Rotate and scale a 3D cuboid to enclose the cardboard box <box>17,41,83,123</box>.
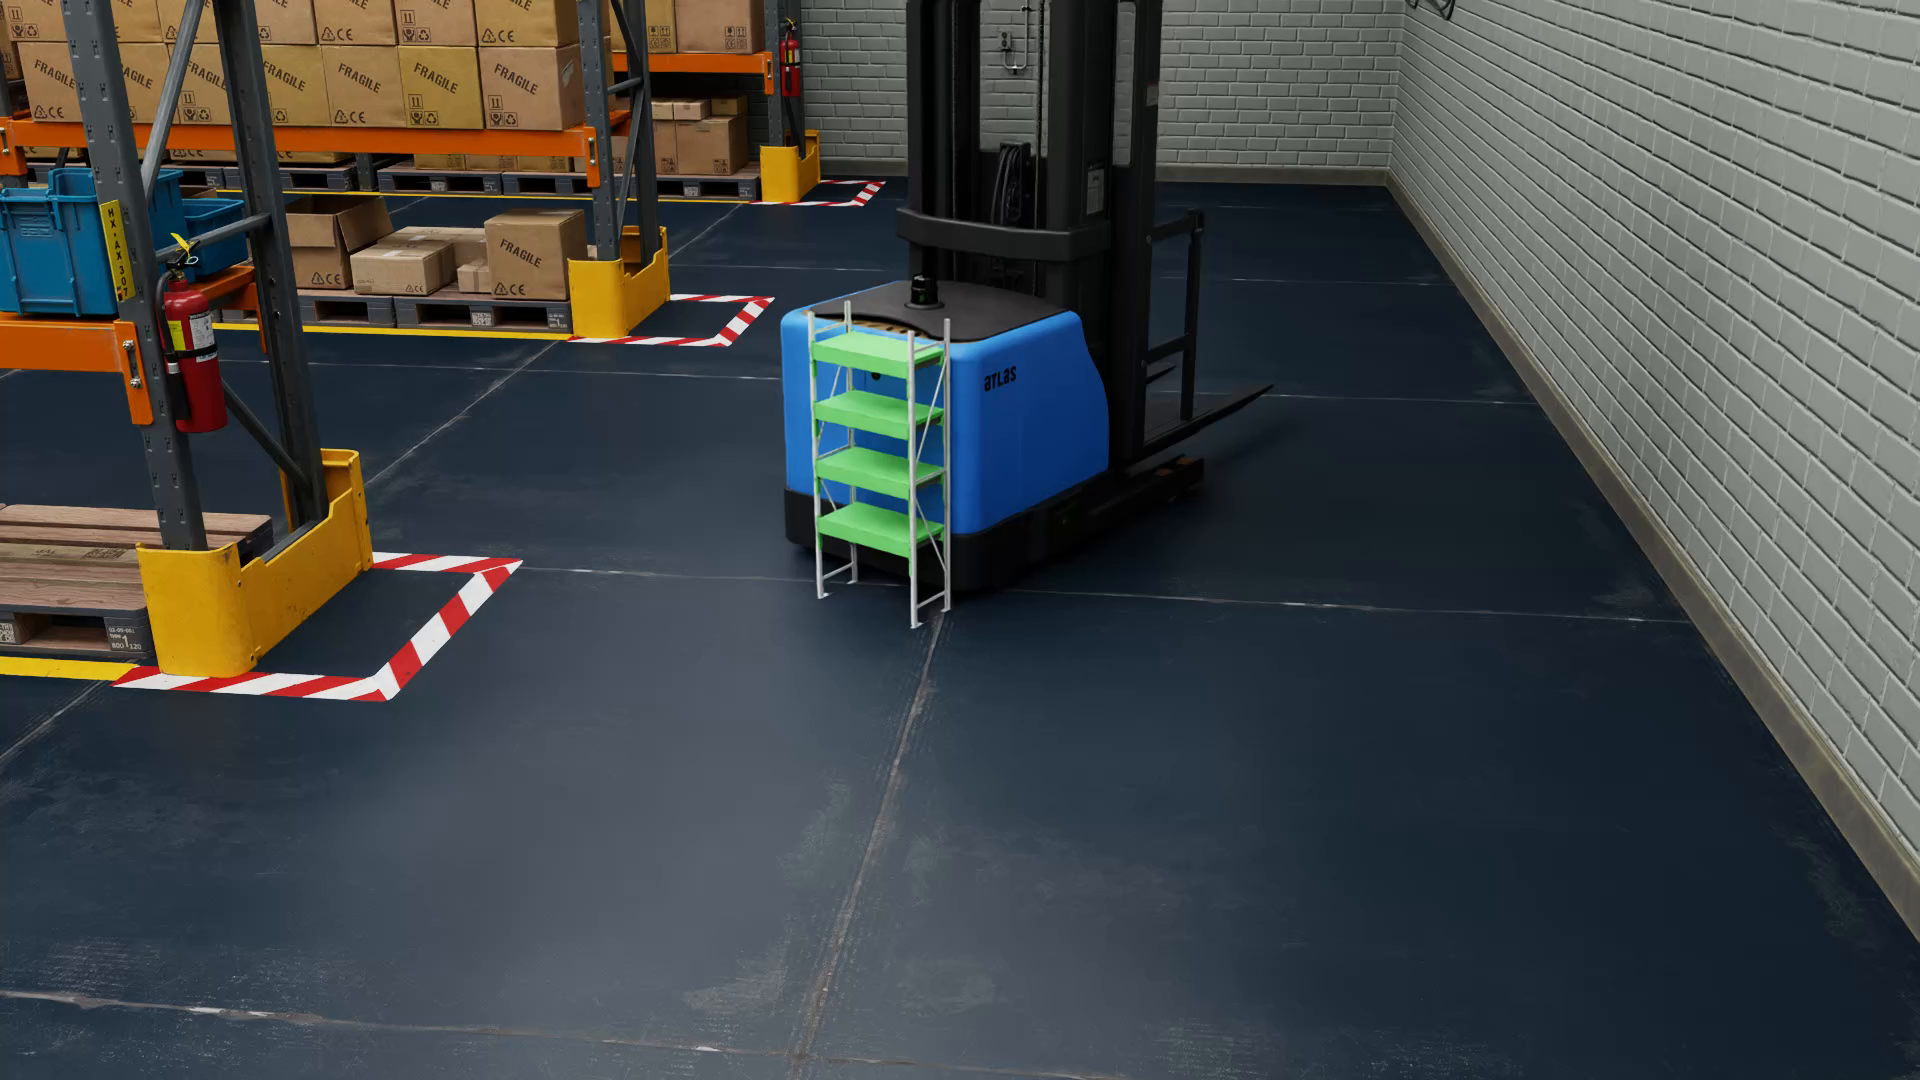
[{"bbox_3d":[-5.698,-3.005,10.825,0.500,0.500,0.500,3,22,8],"label":"cardboard box"}]

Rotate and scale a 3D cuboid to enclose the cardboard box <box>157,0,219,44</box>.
[{"bbox_3d":[-4.715,-3.424,10.524,0.500,0.500,0.500,2,22,5],"label":"cardboard box"}]

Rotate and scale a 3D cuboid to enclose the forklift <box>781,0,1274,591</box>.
[{"bbox_3d":[0.523,-1.635,7.589,1.130,2.935,3.031,15,26,34],"label":"forklift"}]

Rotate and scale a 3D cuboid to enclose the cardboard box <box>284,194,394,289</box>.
[{"bbox_3d":[-4.306,-2.044,11.328,0.637,0.503,0.797,2,22,6],"label":"cardboard box"}]

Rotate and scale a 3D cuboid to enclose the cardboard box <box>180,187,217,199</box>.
[{"bbox_3d":[-5.573,-2.201,11.729,0.500,0.500,0.500,2,22,6],"label":"cardboard box"}]

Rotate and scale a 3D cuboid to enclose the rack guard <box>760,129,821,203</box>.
[{"bbox_3d":[-1.597,-3.552,15.745,0.348,0.500,1.175,2,22,6],"label":"rack guard"}]

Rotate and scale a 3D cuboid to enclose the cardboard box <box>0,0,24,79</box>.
[{"bbox_3d":[-6.616,-3.424,11.313,0.500,0.500,0.700,-5,22,-12],"label":"cardboard box"}]

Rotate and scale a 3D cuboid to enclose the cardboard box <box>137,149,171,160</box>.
[{"bbox_3d":[-7.981,-4.137,16.178,0.750,0.750,0.750,2,22,6],"label":"cardboard box"}]

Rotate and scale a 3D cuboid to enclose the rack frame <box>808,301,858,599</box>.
[{"bbox_3d":[-0.508,-0.351,6.695,0.015,1.200,0.240,15,26,34],"label":"rack frame"}]

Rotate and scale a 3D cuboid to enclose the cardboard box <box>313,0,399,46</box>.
[{"bbox_3d":[-3.692,-3.379,10.412,0.500,0.500,0.500,3,22,8],"label":"cardboard box"}]

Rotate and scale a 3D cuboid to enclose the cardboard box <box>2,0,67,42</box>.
[{"bbox_3d":[-5.737,-3.468,10.637,0.500,0.500,0.500,3,22,8],"label":"cardboard box"}]

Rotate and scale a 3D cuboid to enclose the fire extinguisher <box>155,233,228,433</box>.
[{"bbox_3d":[-2.690,-0.717,5.785,0.183,0.674,0.296,2,22,6],"label":"fire extinguisher"}]

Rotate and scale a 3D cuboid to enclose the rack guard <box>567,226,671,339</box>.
[{"bbox_3d":[-2.275,-1.748,11.180,0.348,0.500,1.175,2,22,6],"label":"rack guard"}]

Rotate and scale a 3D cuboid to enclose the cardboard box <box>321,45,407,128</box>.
[{"bbox_3d":[-3.687,-2.918,10.605,0.500,0.500,0.500,3,22,7],"label":"cardboard box"}]

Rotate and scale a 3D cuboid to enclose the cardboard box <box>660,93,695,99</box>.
[{"bbox_3d":[-2.683,-4.133,15.761,0.250,0.149,0.380,3,22,6],"label":"cardboard box"}]

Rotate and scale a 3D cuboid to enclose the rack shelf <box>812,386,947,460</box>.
[{"bbox_3d":[-0.311,-0.461,6.496,0.480,0.148,0.258,15,26,34],"label":"rack shelf"}]

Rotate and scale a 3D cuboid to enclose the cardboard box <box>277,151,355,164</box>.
[{"bbox_3d":[-6.254,-4.065,15.995,0.750,0.750,0.750,3,22,7],"label":"cardboard box"}]

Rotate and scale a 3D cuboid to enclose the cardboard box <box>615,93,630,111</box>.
[{"bbox_3d":[-3.184,-4.155,15.816,0.250,0.149,0.380,3,22,7],"label":"cardboard box"}]

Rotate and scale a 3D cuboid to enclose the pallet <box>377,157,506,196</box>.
[{"bbox_3d":[-4.847,-3.530,16.083,1.213,0.211,1.003,2,22,6],"label":"pallet"}]

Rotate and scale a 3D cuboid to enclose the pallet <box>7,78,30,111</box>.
[{"bbox_3d":[-6.953,-3.065,11.374,1.213,0.211,1.003,2,22,6],"label":"pallet"}]

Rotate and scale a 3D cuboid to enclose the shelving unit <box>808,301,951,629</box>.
[{"bbox_3d":[-0.311,-0.297,6.560,0.503,1.200,0.258,15,26,34],"label":"shelving unit"}]

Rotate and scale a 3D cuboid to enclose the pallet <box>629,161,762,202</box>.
[{"bbox_3d":[-2.424,-3.425,15.816,1.213,0.211,1.003,2,22,6],"label":"pallet"}]

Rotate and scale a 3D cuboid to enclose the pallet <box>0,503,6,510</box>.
[{"bbox_3d":[-4.809,0.095,6.913,1.213,0.211,1.003,2,22,6],"label":"pallet"}]

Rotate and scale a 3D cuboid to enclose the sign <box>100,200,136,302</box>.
[{"bbox_3d":[-2.835,-0.973,5.599,0.005,0.325,0.100,2,22,6],"label":"sign"}]

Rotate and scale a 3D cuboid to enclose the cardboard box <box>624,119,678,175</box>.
[{"bbox_3d":[-2.825,-3.764,15.709,0.500,0.500,0.700,2,22,6],"label":"cardboard box"}]

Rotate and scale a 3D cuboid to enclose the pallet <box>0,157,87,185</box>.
[{"bbox_3d":[-8.791,-3.703,16.520,1.213,0.211,1.003,2,22,6],"label":"pallet"}]

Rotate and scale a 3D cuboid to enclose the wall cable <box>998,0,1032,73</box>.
[{"bbox_3d":[-0.238,-5.478,15.834,1.851,1.984,0.084,2,22,6],"label":"wall cable"}]

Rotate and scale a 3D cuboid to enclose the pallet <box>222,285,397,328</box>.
[{"bbox_3d":[-4.275,-1.701,11.456,1.213,0.211,1.003,2,22,6],"label":"pallet"}]

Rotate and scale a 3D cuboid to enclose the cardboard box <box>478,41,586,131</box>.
[{"bbox_3d":[-2.677,-2.873,10.492,0.500,0.500,0.500,3,22,8],"label":"cardboard box"}]

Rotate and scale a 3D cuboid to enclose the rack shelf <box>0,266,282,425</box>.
[{"bbox_3d":[-4.773,-0.850,6.490,4.000,0.370,1.077,2,22,6],"label":"rack shelf"}]

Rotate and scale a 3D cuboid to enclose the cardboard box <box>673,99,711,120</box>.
[{"bbox_3d":[-2.477,-3.983,15.381,0.250,0.149,0.380,2,22,6],"label":"cardboard box"}]

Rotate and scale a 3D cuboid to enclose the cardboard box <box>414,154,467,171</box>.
[{"bbox_3d":[-4.862,-3.852,15.931,0.500,0.500,0.700,3,22,7],"label":"cardboard box"}]

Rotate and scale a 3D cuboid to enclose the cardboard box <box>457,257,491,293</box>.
[{"bbox_3d":[-3.161,-1.778,11.112,0.250,0.166,0.380,2,22,6],"label":"cardboard box"}]

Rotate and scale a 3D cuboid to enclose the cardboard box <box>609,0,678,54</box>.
[{"bbox_3d":[-2.852,-4.901,15.348,0.700,0.700,0.980,2,22,6],"label":"cardboard box"}]

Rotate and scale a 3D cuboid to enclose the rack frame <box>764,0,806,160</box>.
[{"bbox_3d":[-1.621,-4.716,15.288,0.127,3.000,1.000,2,22,6],"label":"rack frame"}]

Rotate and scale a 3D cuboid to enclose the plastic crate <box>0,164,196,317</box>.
[{"bbox_3d":[-3.141,-1.089,5.985,0.499,0.435,0.616,2,22,6],"label":"plastic crate"}]

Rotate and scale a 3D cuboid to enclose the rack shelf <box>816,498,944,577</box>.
[{"bbox_3d":[-0.311,-0.015,6.672,0.480,0.148,0.258,15,26,34],"label":"rack shelf"}]

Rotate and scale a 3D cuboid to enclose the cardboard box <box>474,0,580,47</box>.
[{"bbox_3d":[-2.674,-3.337,10.305,0.500,0.500,0.500,2,22,6],"label":"cardboard box"}]

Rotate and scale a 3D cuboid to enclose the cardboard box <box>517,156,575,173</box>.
[{"bbox_3d":[-3.854,-3.806,15.815,0.500,0.500,0.700,3,22,8],"label":"cardboard box"}]

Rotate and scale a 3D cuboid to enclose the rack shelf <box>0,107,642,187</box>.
[{"bbox_3d":[-4.186,-2.659,11.064,4.000,0.370,1.077,2,22,6],"label":"rack shelf"}]

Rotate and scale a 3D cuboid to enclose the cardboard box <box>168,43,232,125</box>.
[{"bbox_3d":[-4.693,-2.961,10.715,0.500,0.500,0.500,2,22,6],"label":"cardboard box"}]

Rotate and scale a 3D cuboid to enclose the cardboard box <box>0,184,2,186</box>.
[{"bbox_3d":[-7.155,-2.251,11.855,0.500,0.500,0.500,3,22,7],"label":"cardboard box"}]

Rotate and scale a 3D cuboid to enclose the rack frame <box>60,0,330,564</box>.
[{"bbox_3d":[-2.787,-1.099,6.139,0.127,3.000,1.000,2,22,6],"label":"rack frame"}]

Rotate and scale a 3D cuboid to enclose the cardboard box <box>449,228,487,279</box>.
[{"bbox_3d":[-3.203,-1.981,11.513,0.500,0.250,0.500,2,22,6],"label":"cardboard box"}]

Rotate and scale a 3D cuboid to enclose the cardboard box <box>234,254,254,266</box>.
[{"bbox_3d":[-4.921,-1.836,11.259,0.250,0.166,0.380,2,22,6],"label":"cardboard box"}]
